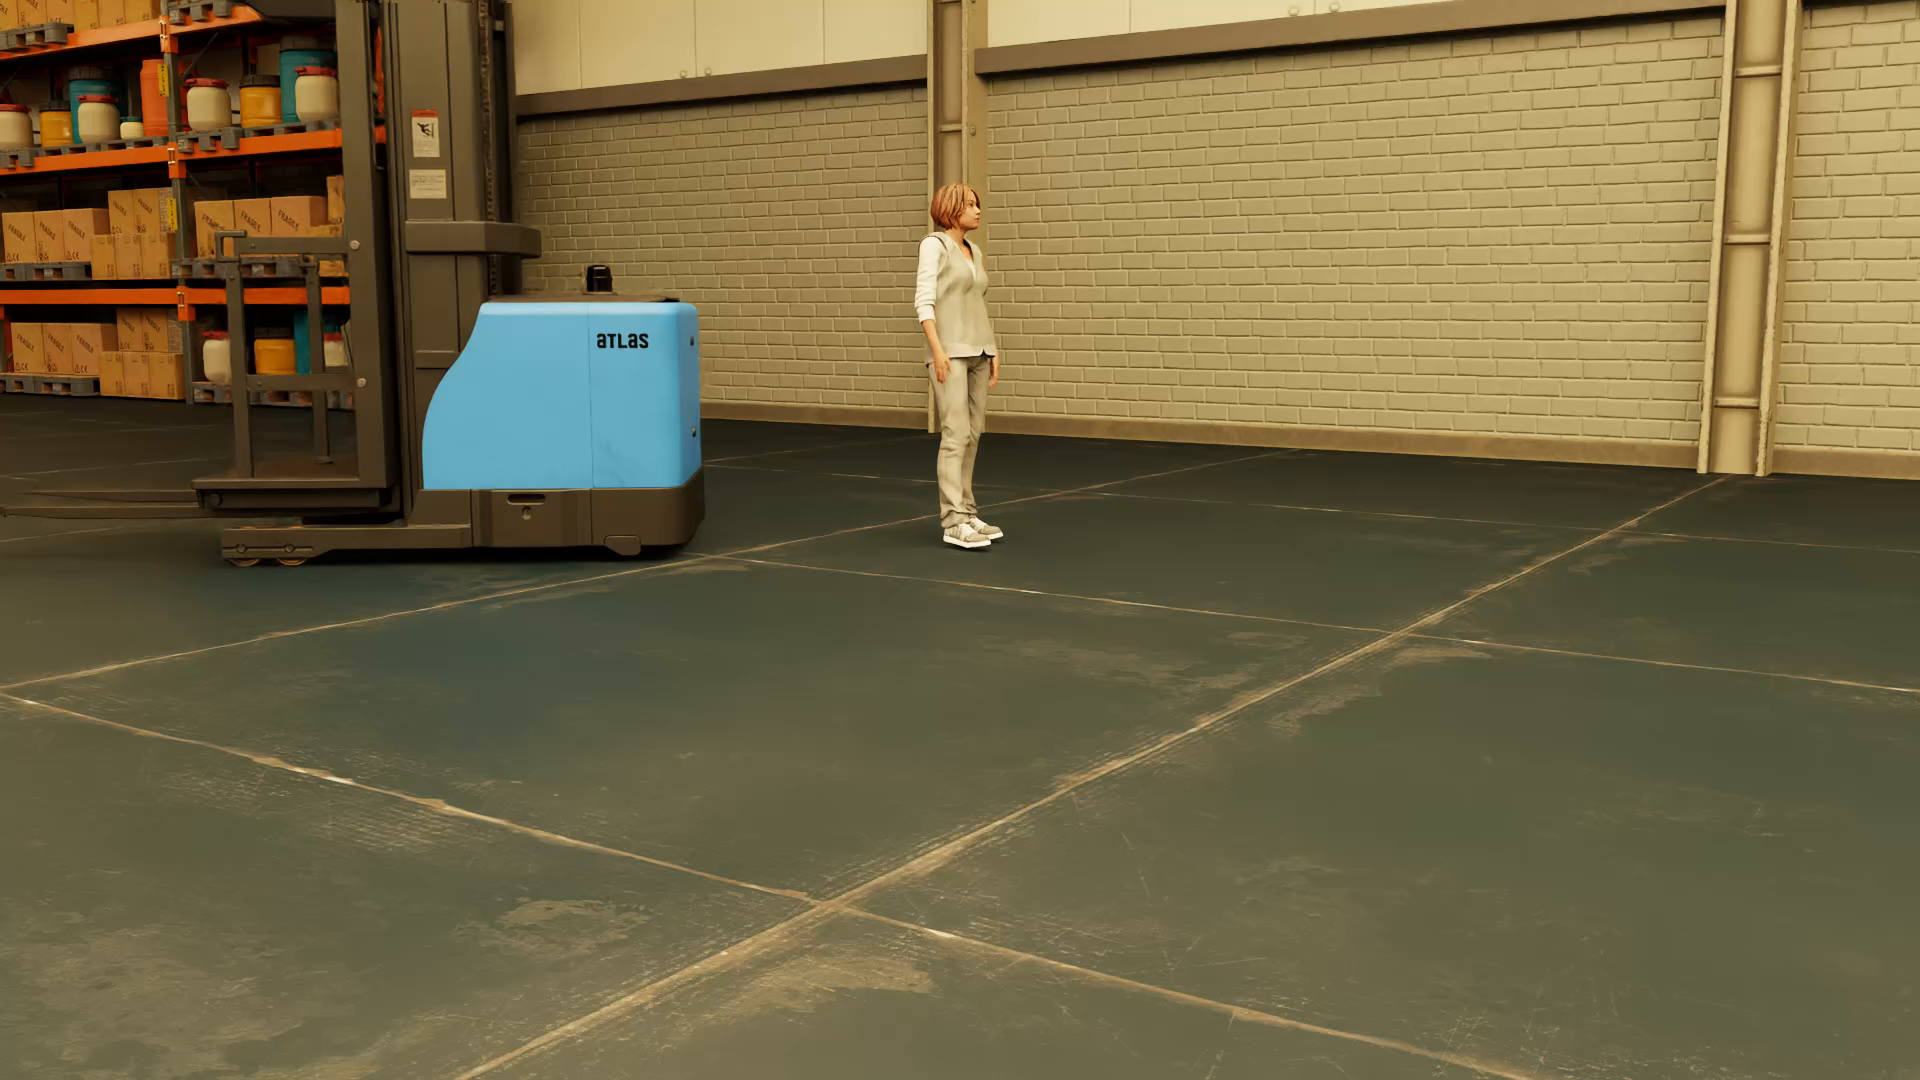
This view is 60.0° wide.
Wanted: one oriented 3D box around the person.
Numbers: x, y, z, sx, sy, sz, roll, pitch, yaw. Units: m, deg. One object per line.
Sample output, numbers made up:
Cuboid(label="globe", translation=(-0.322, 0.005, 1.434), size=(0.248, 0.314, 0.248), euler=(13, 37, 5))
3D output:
Cuboid(label="person", translation=(0.054, -0.791, 7.437), size=(0.473, 1.599, 0.520), euler=(5, 10, 34))

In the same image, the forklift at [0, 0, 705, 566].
Cuboid(label="forklift", translation=(-2.694, -1.419, 7.171), size=(3.031, 2.935, 1.130), euler=(0, 8, -3))
